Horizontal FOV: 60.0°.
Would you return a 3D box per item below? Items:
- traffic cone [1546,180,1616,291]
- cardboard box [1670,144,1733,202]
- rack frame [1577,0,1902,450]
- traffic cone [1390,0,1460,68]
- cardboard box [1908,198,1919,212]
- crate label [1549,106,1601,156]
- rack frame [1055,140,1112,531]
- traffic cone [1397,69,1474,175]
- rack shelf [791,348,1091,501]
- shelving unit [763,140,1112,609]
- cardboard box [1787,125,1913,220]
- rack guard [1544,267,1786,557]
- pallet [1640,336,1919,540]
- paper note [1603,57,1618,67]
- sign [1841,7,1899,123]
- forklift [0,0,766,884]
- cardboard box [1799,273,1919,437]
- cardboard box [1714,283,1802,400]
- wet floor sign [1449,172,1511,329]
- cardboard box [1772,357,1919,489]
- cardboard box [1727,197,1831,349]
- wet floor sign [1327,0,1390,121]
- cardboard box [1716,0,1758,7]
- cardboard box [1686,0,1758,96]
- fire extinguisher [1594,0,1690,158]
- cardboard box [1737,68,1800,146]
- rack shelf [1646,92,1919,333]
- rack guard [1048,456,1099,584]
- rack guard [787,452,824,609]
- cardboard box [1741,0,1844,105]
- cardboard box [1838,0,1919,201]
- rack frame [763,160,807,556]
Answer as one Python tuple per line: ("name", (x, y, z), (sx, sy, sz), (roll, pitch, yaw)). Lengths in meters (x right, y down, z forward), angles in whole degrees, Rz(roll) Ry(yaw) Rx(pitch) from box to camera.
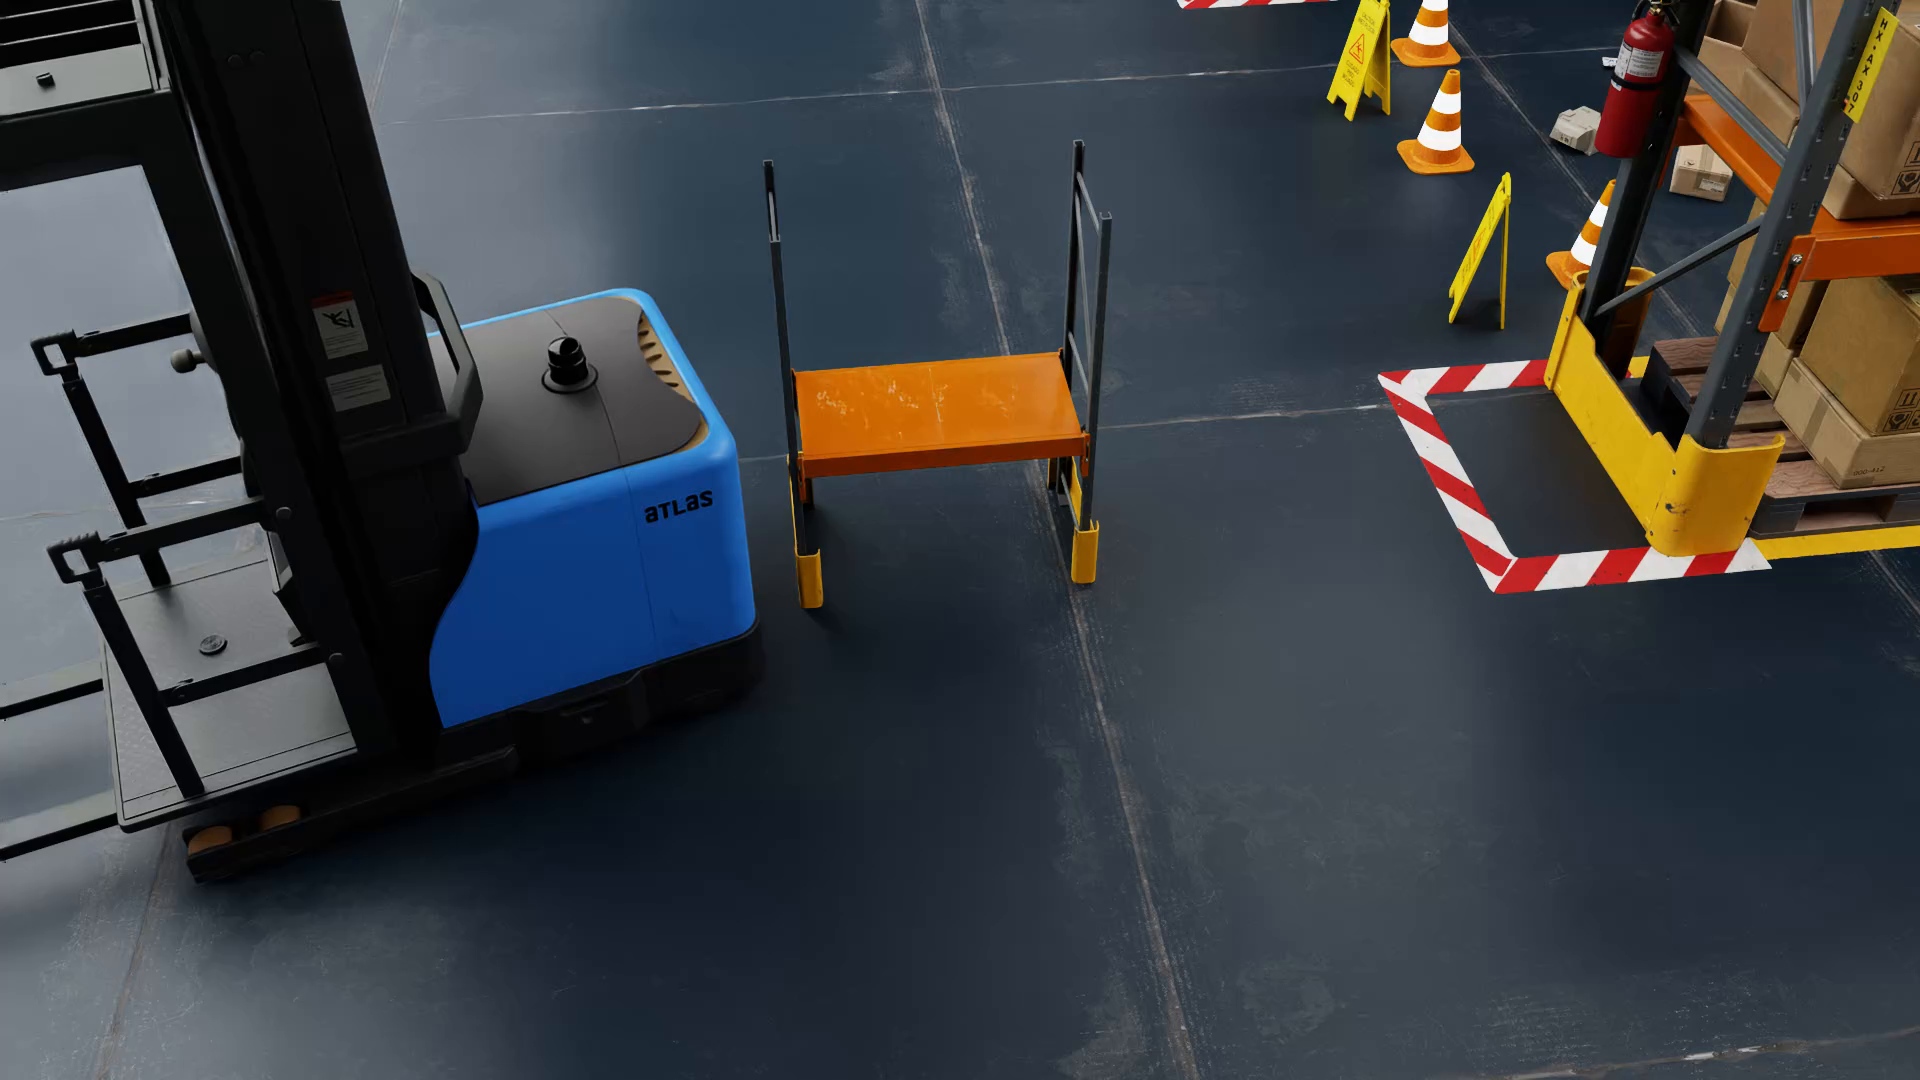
("traffic cone", (2.878, -1.394, 7.450), (0.334, 0.463, 0.336), (-5, 42, -6))
("cardboard box", (3.656, -1.839, 8.178), (0.250, 0.149, 0.380), (16, 44, 17))
("rack frame", (2.619, -1.442, 5.609), (0.127, 3.000, 1.000), (-5, 42, -6))
("traffic cone", (2.588, -2.882, 9.099), (0.334, 0.463, 0.336), (-5, 42, -6))
("cardboard box", (3.231, -1.272, 5.609), (0.250, 0.149, 0.380), (-4, 42, -5))
("crate label", (3.169, -2.090, 8.465), (0.298, 0.136, 0.250), (-27, 49, -27))
("rack frame", (0.419, -0.594, 5.788), (0.032, 1.500, 0.500), (-5, 42, -6))
("traffic cone", (2.397, -2.102, 8.235), (0.334, 0.463, 0.336), (-5, 42, -6))
("rack shelf", (-0.085, -0.416, 5.860), (1.000, 0.185, 0.538), (-5, 42, -6))
("shelving unit", (-0.076, -0.550, 5.740), (1.083, 1.500, 0.587), (-5, 42, -6))
("cardboard box", (2.983, -1.241, 5.574), (0.250, 0.149, 0.380), (-5, 42, -5))
("rack guard", (2.694, -0.521, 6.454), (0.348, 0.500, 1.175), (-5, 42, -6))
("pallet", (3.504, -0.460, 6.603), (1.213, 0.211, 1.003), (-5, 42, -6))
("paper note", (3.611, -2.623, 9.136), (0.142, 0.017, 0.144), (8, 43, 9))
("sign", (2.689, -1.403, 4.920), (0.005, 0.325, 0.100), (-5, 42, -6))
("forklift", (-2.222, -0.456, 4.567), (3.031, 2.935, 1.130), (-17, 45, -18))
("cardboard box", (3.478, -0.744, 6.015), (0.500, 0.500, 0.500), (-6, 42, -7))
("cardboard box", (3.409, -0.828, 6.668), (0.500, 0.250, 0.500), (-5, 42, -6))
("wet floor sign", (2.292, -1.262, 7.167), (0.232, 0.644, 0.267), (8, 43, 9))
("cardboard box", (3.455, -0.463, 6.264), (0.500, 0.250, 0.500), (-5, 42, -6))
("cardboard box", (3.380, -1.098, 6.408), (0.500, 0.500, 0.500), (-5, 42, -5))
("wet floor sign", (2.105, -2.529, 8.572), (0.232, 0.644, 0.267), (-12, 43, -13))
("cardboard box", (4.437, -3.325, 9.561), (0.500, 0.500, 0.500), (2, 42, 2))
("cardboard box", (4.032, -2.349, 8.479), (0.797, 0.503, 0.637), (32, 51, 30))
("fire extinguisher", (2.446, -1.710, 5.963), (0.183, 0.674, 0.296), (-5, 42, -6))
("cardboard box", (2.962, -1.523, 5.887), (0.250, 0.149, 0.380), (-4, 42, -4))
("rack shelf", (4.602, -1.349, 6.043), (4.000, 0.370, 1.077), (-5, 42, -6))
("rack guard", (0.418, -0.129, 6.207), (0.087, 0.250, 0.587), (-5, 42, -6))
("rack guard", (-0.569, -0.043, 6.111), (0.087, 0.250, 0.587), (-5, 42, -6))
("cardboard box", (3.121, -1.820, 5.731), (0.500, 0.500, 0.500), (-6, 42, -6))
("cardboard box", (3.125, -1.447, 5.318), (0.500, 0.500, 0.500), (-6, 42, -6))
("rack frame", (-0.589, -0.505, 5.691), (0.032, 1.500, 0.500), (-5, 42, -6))
